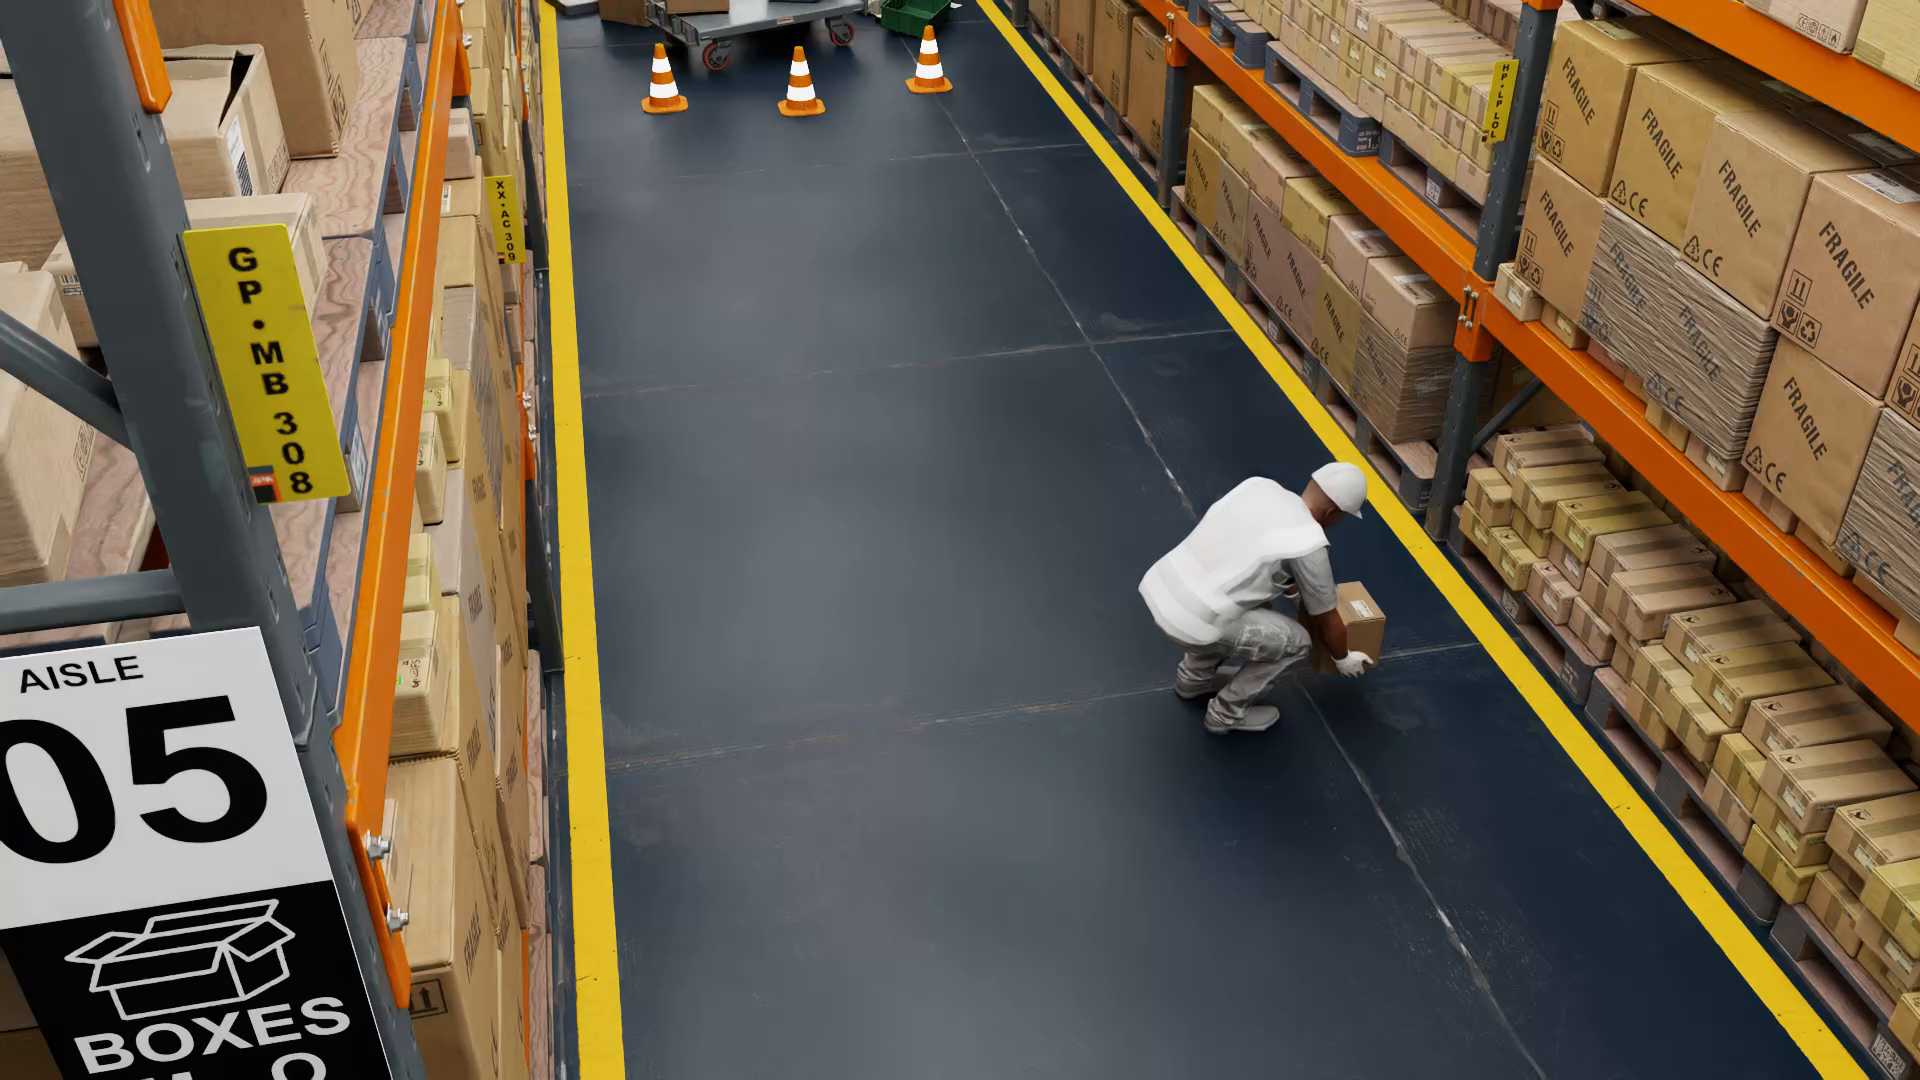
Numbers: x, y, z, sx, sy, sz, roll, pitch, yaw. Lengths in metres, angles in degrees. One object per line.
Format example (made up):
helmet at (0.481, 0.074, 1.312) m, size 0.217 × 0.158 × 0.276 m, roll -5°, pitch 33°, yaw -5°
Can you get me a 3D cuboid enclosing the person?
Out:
person at (1.140, 0.205, 6.478) m, size 0.898 × 1.053 × 0.575 m, roll -7°, pitch 35°, yaw -11°
